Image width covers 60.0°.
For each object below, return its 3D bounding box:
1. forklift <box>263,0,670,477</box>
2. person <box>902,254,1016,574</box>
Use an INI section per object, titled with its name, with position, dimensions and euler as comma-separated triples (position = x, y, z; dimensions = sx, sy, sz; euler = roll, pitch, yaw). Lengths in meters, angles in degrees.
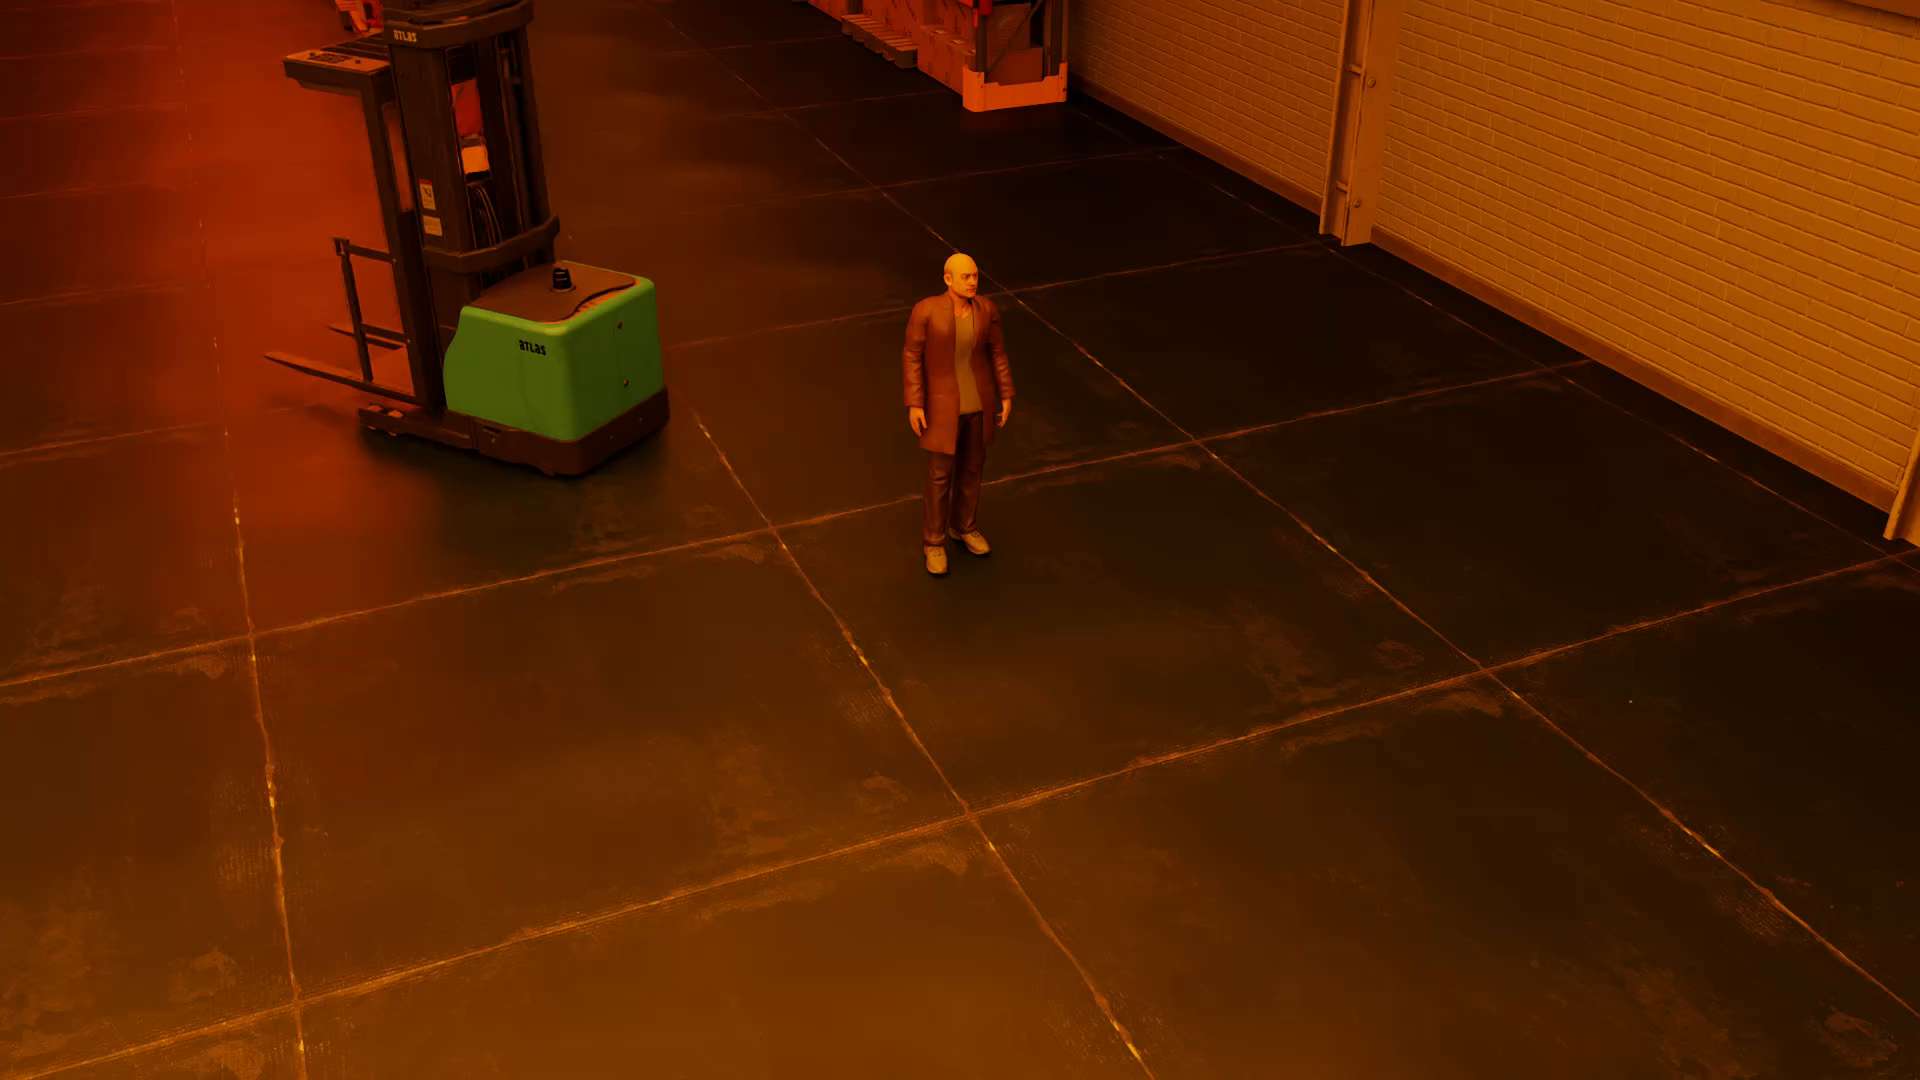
[forklift]
position = -3.528, -2.195, 10.959
dimensions = 3.031, 2.935, 1.130
euler = 15, 33, 25
[person]
position = 0.033, -0.735, 9.553
dimensions = 0.696, 1.777, 0.579
euler = -12, 32, -20
